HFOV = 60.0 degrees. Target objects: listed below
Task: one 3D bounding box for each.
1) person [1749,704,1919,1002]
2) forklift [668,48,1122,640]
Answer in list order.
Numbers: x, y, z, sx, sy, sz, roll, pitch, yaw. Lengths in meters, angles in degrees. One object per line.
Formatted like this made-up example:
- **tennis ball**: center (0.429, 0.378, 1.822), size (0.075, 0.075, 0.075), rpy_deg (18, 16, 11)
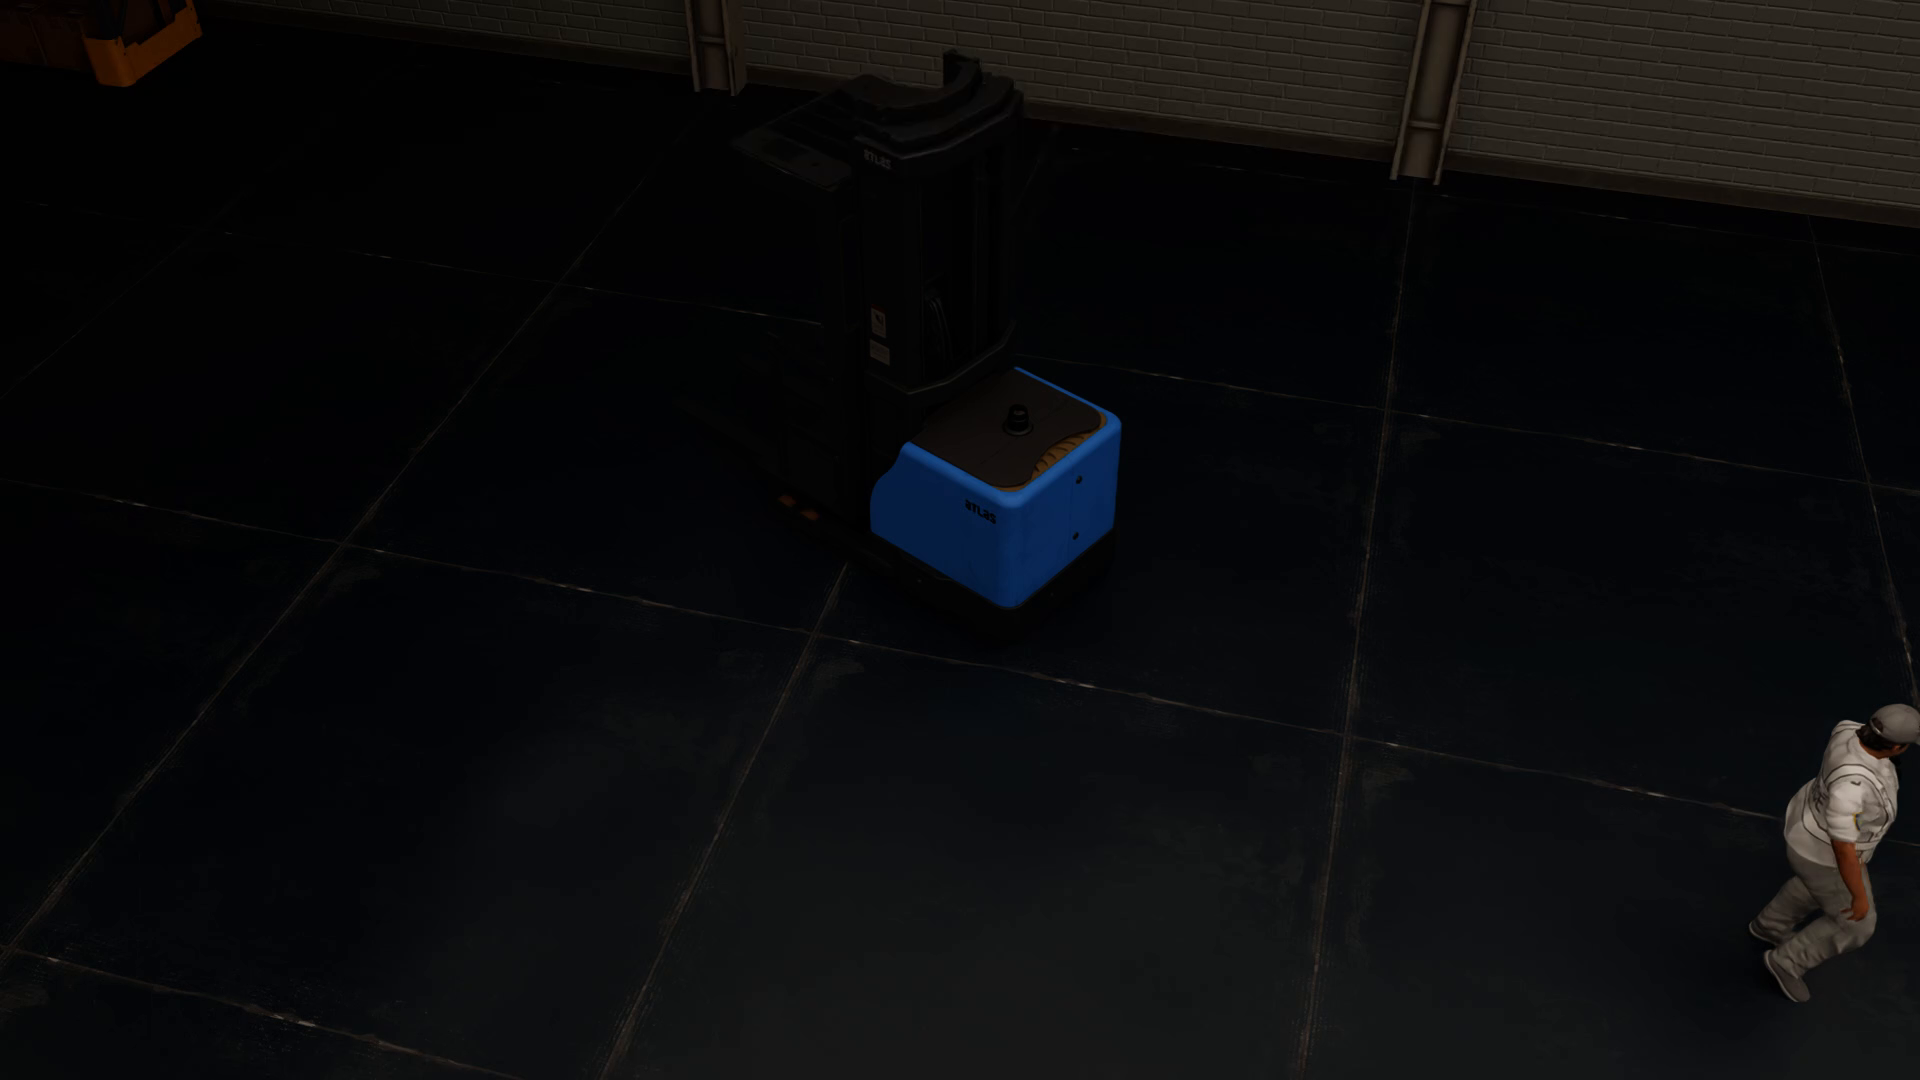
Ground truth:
- **person**: center (3.895, 1.331, 7.357), size (0.489, 1.673, 0.785), rpy_deg (19, 45, 21)
- **forklift**: center (-0.531, -1.369, 9.423), size (3.031, 2.935, 1.130), rpy_deg (30, 49, 29)
